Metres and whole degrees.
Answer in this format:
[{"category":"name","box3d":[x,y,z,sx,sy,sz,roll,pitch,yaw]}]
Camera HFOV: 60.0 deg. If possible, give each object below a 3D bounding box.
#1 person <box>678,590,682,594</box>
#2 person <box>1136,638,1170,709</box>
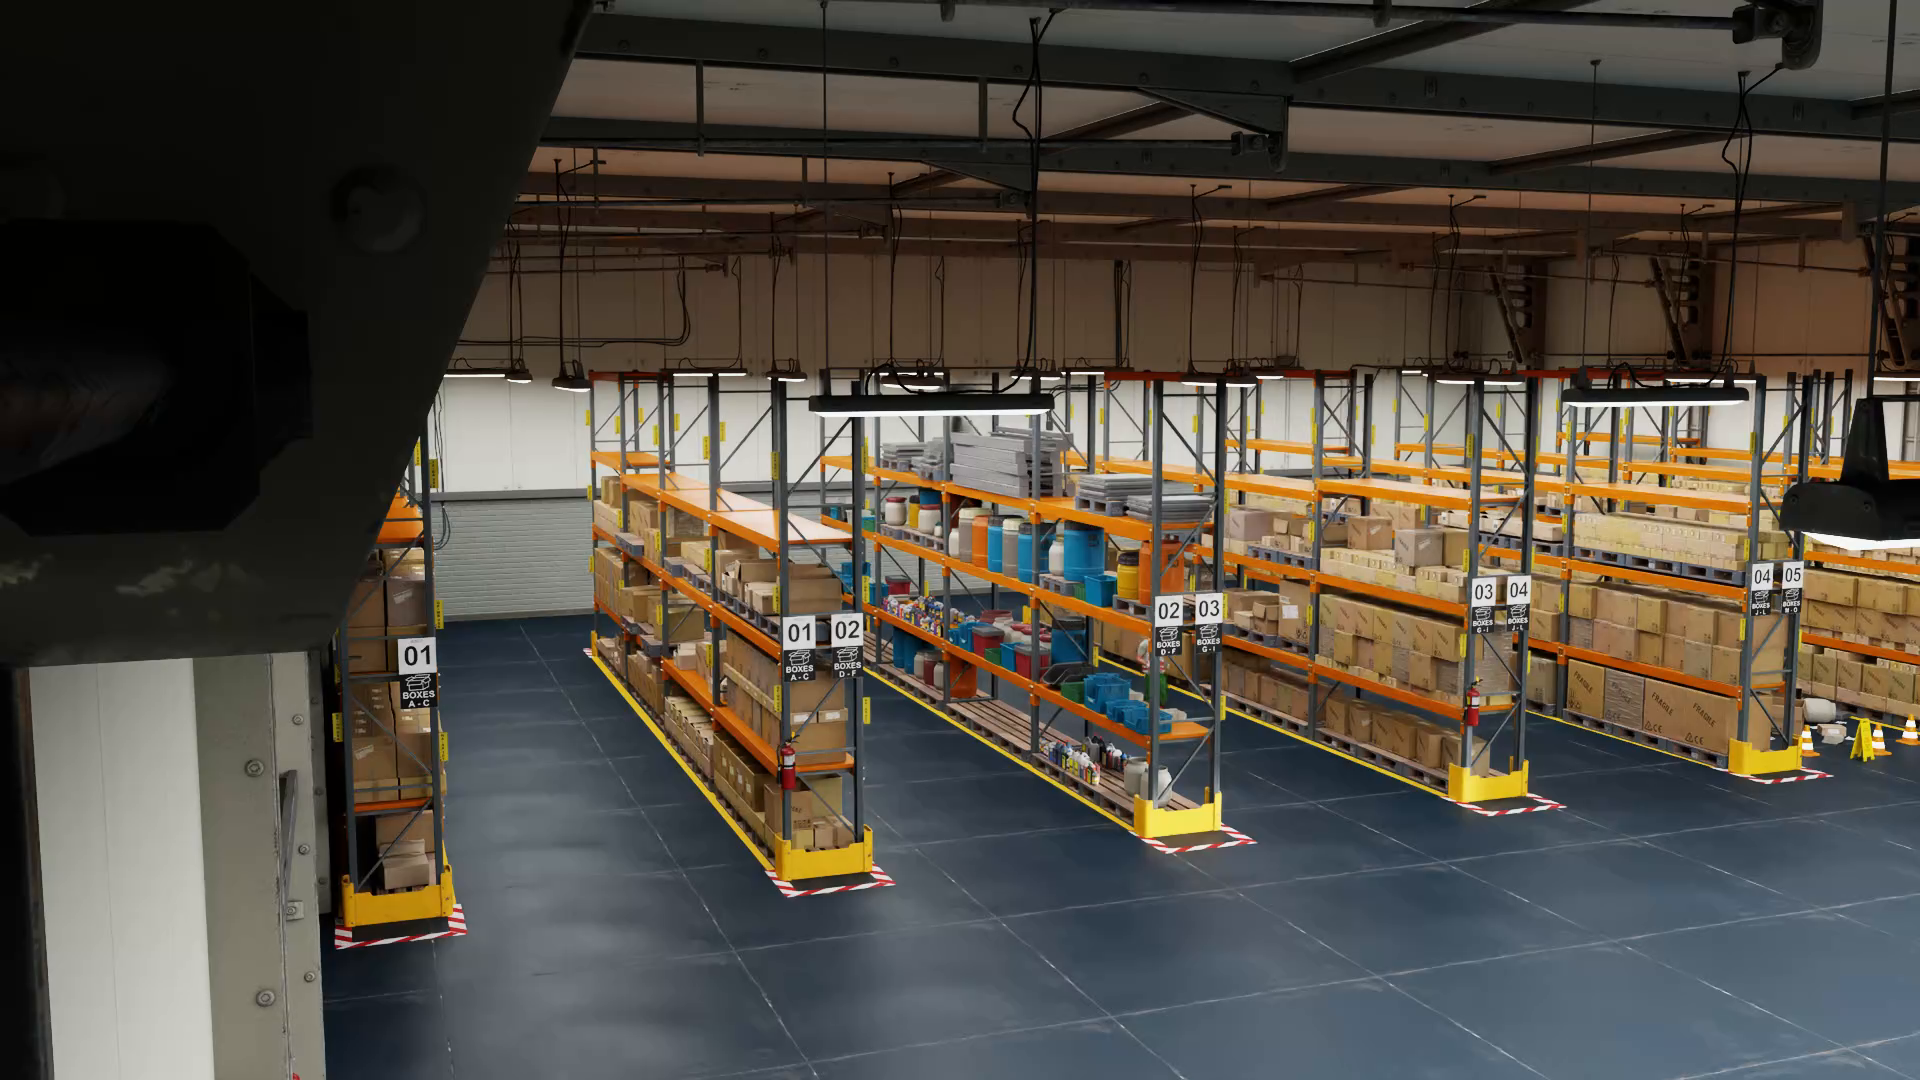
[{"category":"person","box3d":[-6.155,1.454,36.137,0.869,1.701,0.636,2,7,16]},{"category":"person","box3d":[3.302,2.279,28.520,0.657,1.771,0.863,-4,8,-34]}]
